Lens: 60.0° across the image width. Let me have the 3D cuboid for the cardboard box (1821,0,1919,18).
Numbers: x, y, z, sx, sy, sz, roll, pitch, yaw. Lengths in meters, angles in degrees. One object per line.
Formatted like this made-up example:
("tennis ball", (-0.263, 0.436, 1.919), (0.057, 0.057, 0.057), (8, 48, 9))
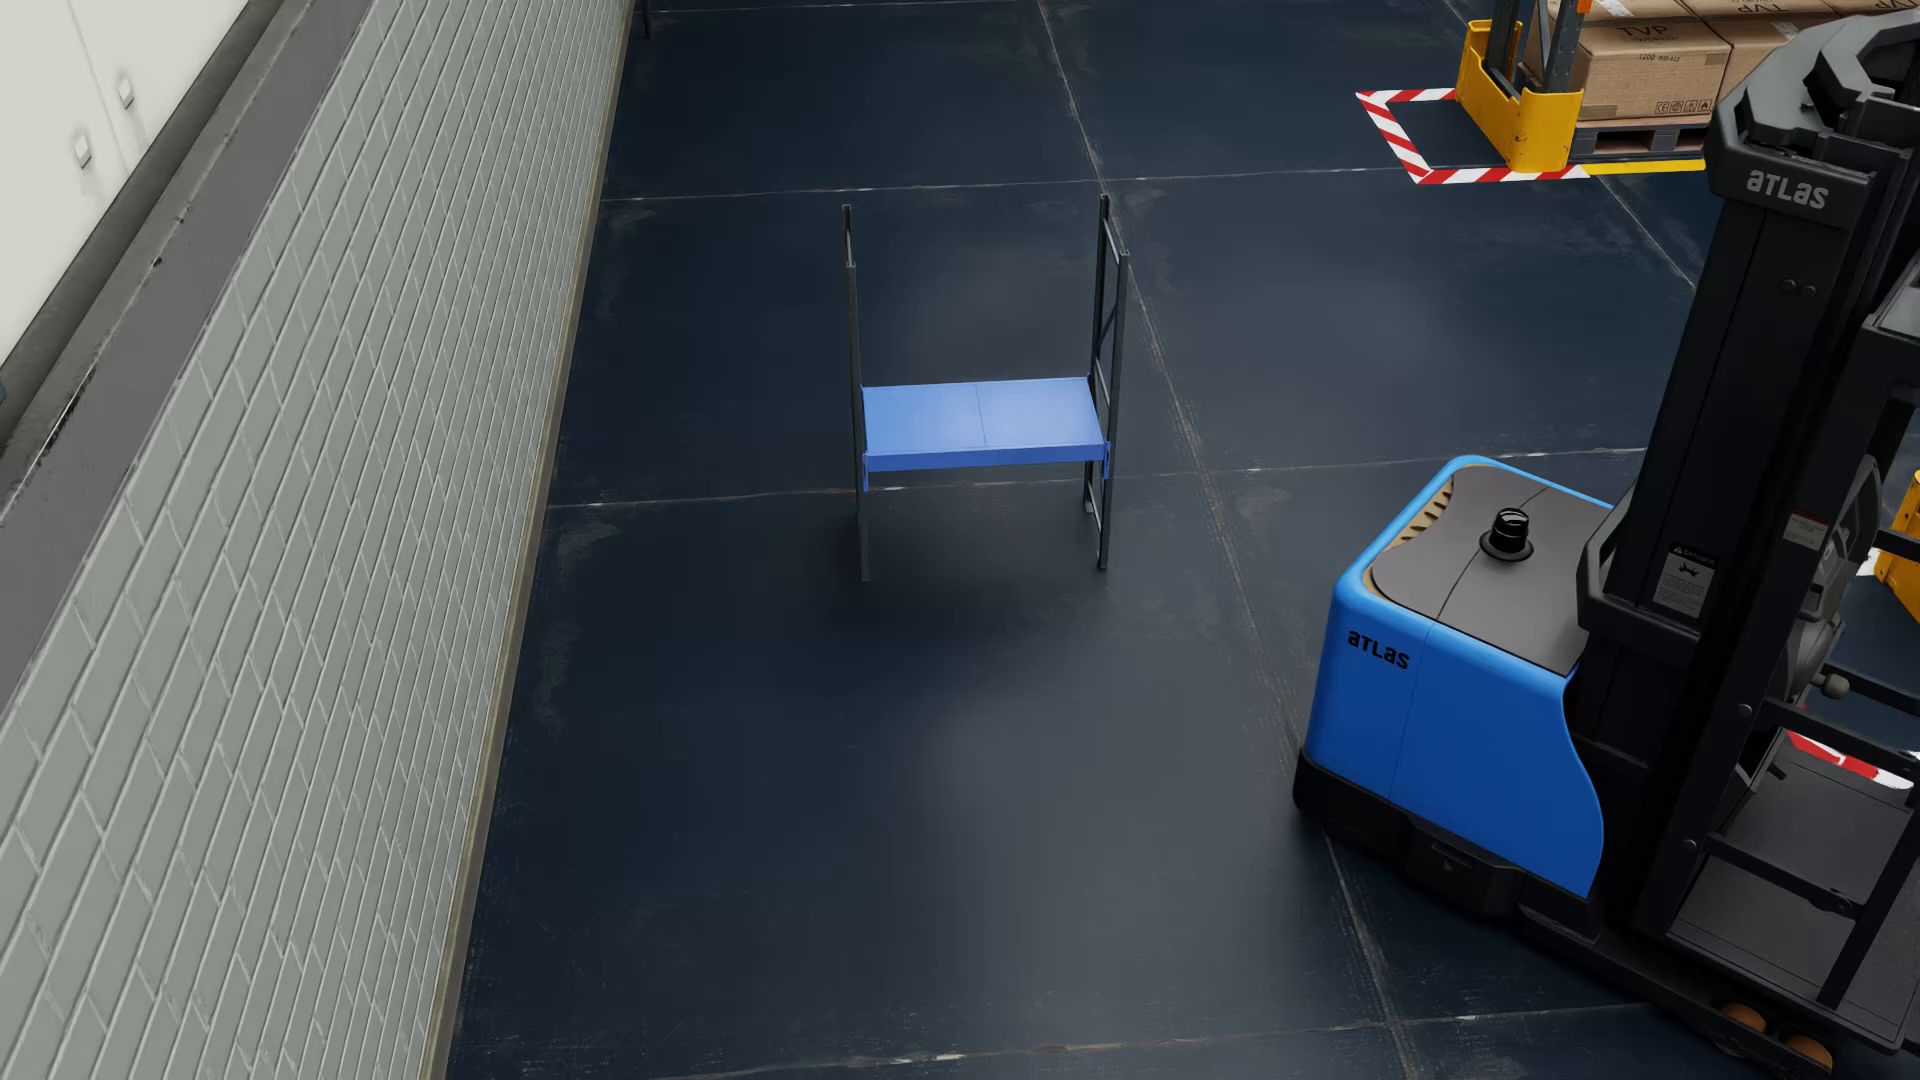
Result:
("cardboard box", (5.948, -3.125, 10.519), (0.875, 0.438, 0.875), (-4, 38, -5))

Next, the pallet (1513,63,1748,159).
("pallet", (4.279, -2.762, 10.580), (1.213, 0.211, 1.003), (-3, 38, -4))

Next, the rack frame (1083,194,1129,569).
("rack frame", (0.591, -0.621, 6.827), (0.032, 1.500, 0.500), (-3, 38, -4))

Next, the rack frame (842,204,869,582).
("rack frame", (-0.421, -0.566, 6.756), (0.032, 1.500, 0.500), (-3, 38, -4))

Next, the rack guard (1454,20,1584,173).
("rack guard", (3.466, -2.782, 10.372), (0.348, 0.500, 1.175), (-3, 38, -4))

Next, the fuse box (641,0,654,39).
("fuse box", (-2.165, -4.239, 11.241), (0.414, 1.711, 0.539), (-3, 38, -4))

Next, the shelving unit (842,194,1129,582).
("shelving unit", (0.085, -0.593, 6.791), (1.048, 1.500, 0.538), (-3, 38, -4))

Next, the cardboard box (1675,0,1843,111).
("cardboard box", (5.049, -3.077, 10.457), (0.875, 0.438, 0.875), (-2, 38, -3))

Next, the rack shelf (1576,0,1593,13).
("rack shelf", (5.482, -3.592, 9.961), (4.000, 0.370, 1.077), (-3, 38, -4))

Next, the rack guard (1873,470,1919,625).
("rack guard", (4.105, 0.261, 6.515), (0.348, 0.500, 1.175), (-3, 38, -4))

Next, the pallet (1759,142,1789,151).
("pallet", (5.492, -2.827, 10.662), (1.213, 0.211, 1.003), (-3, 38, -4))

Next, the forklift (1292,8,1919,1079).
("forklift", (2.666, 0.162, 4.679), (3.031, 2.935, 1.130), (26, 45, 29))

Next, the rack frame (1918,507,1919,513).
("rack frame", (4.029, -0.716, 5.736), (0.127, 3.000, 1.000), (-3, 38, -4))

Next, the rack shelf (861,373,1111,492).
("rack shelf", (0.085, -0.452, 6.903), (1.000, 0.185, 0.538), (-3, 38, -4))

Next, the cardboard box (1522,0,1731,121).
("cardboard box", (4.138, -3.021, 10.387), (0.875, 0.438, 0.875), (-4, 38, -6))

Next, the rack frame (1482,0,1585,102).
("rack frame", (3.490, -3.764, 9.599), (0.127, 3.000, 1.000), (-3, 38, -4))
